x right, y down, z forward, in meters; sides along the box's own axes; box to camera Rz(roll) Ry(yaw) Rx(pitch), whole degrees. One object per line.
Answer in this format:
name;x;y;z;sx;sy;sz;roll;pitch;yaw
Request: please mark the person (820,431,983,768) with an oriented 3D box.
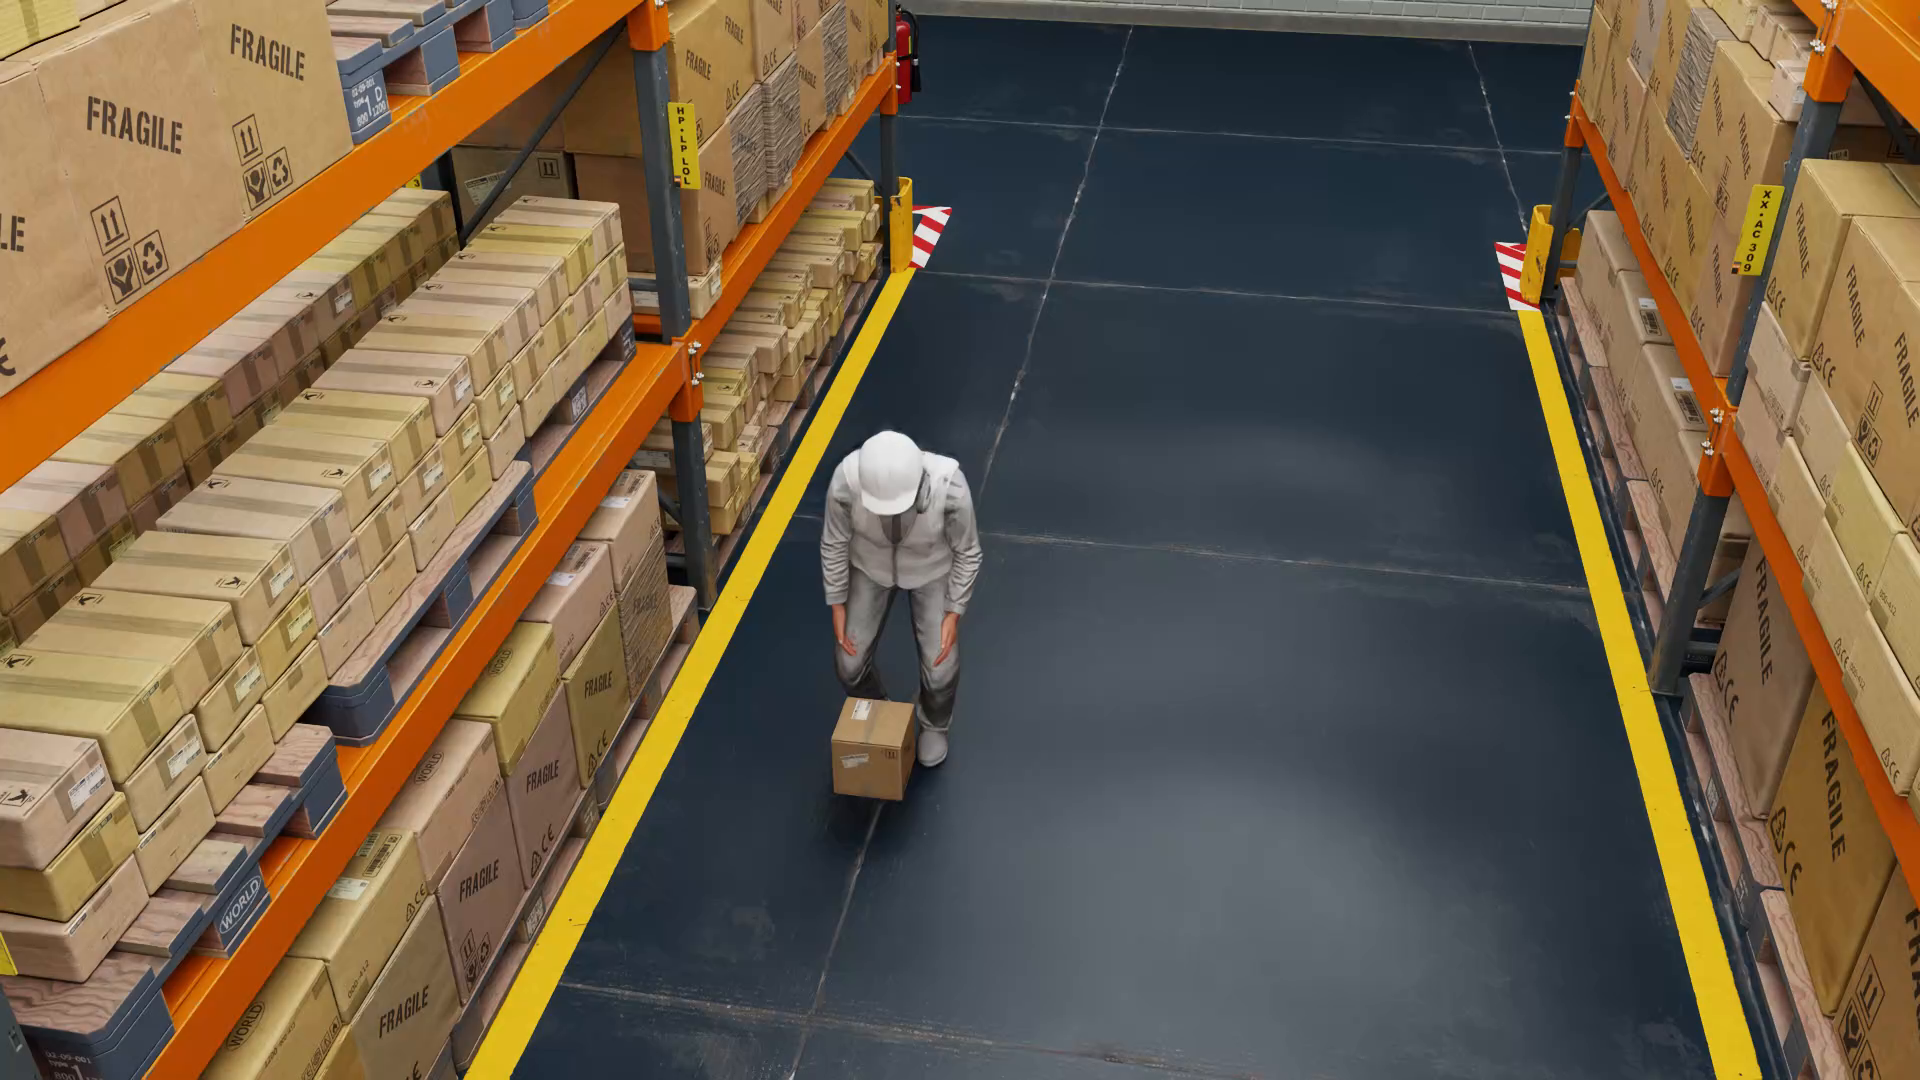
person;-0.201;0.167;6.104;0.590;1.507;0.713;5;33;9
